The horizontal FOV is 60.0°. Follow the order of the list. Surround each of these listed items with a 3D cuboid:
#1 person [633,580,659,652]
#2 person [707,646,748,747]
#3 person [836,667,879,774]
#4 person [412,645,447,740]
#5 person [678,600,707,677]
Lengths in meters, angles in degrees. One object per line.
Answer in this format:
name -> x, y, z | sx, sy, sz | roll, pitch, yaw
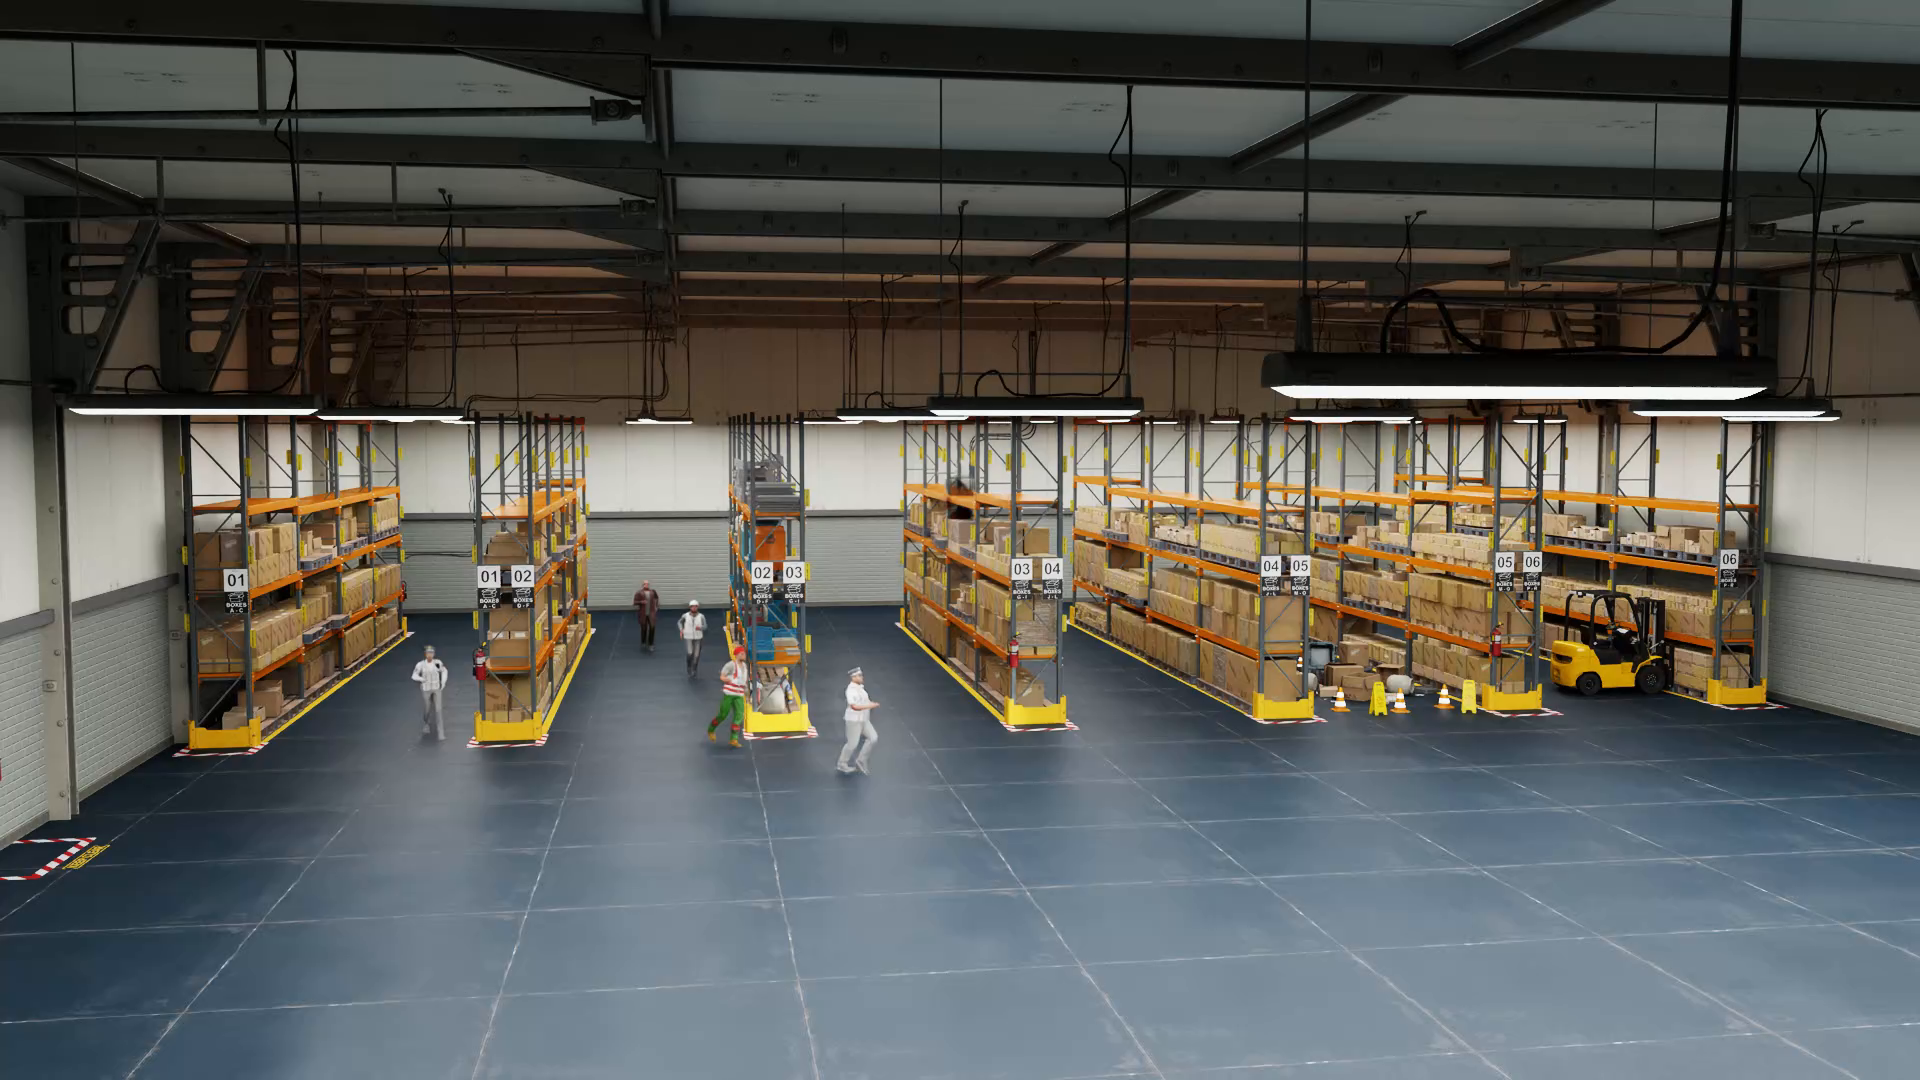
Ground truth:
person -> -8.024, 1.944, 42.615 | 0.685, 1.844, 0.793 | -1, 4, -19
person -> -4.066, 2.797, 30.024 | 0.672, 1.756, 0.952 | -4, 5, -44
person -> -1.670, 2.989, 27.367 | 0.736, 1.819, 0.637 | 1, 4, 18
person -> -9.727, 2.771, 30.540 | 0.633, 1.699, 0.912 | -2, 4, -22
person -> -6.098, 2.252, 38.016 | 0.644, 1.751, 0.642 | -1, 4, -17
